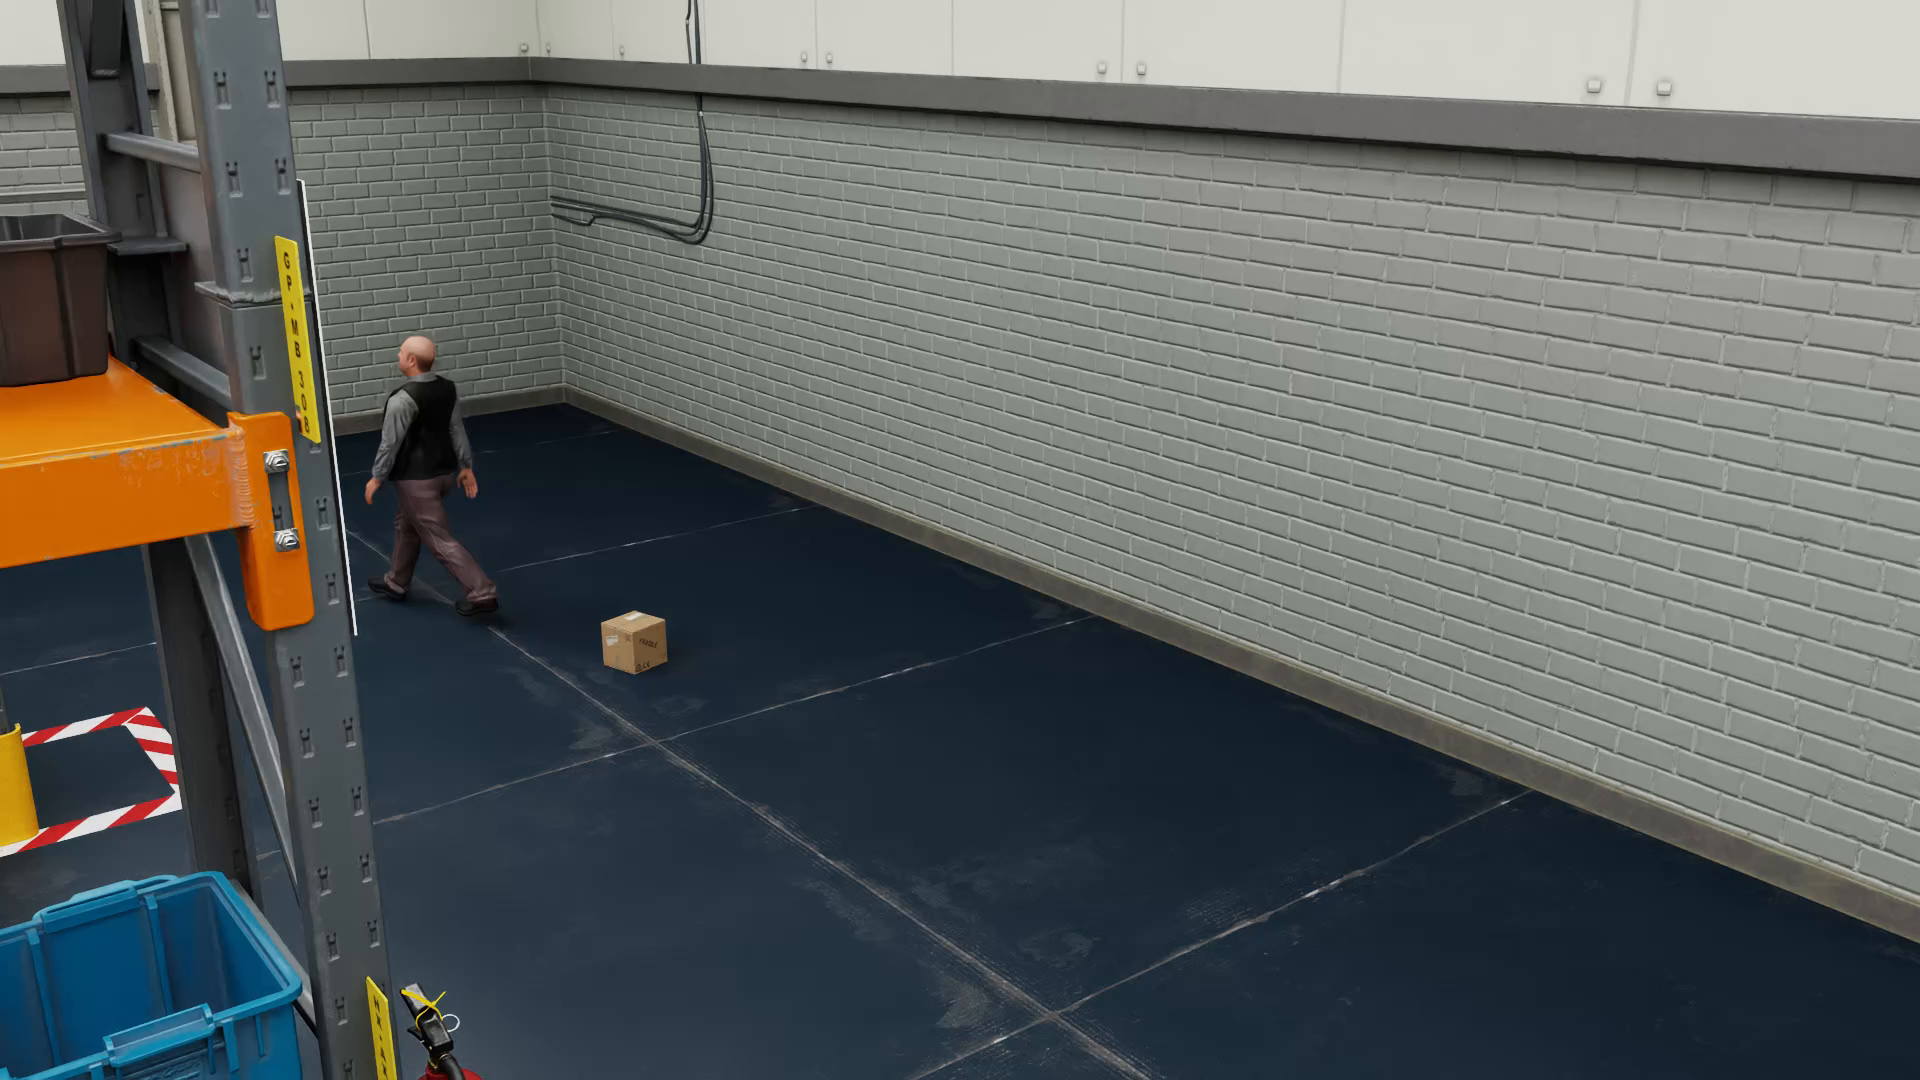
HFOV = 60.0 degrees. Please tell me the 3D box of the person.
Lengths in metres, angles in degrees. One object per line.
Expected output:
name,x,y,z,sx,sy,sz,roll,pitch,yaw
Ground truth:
person,-3.202,-0.374,9.800,1.064,1.670,0.564,5,18,16
